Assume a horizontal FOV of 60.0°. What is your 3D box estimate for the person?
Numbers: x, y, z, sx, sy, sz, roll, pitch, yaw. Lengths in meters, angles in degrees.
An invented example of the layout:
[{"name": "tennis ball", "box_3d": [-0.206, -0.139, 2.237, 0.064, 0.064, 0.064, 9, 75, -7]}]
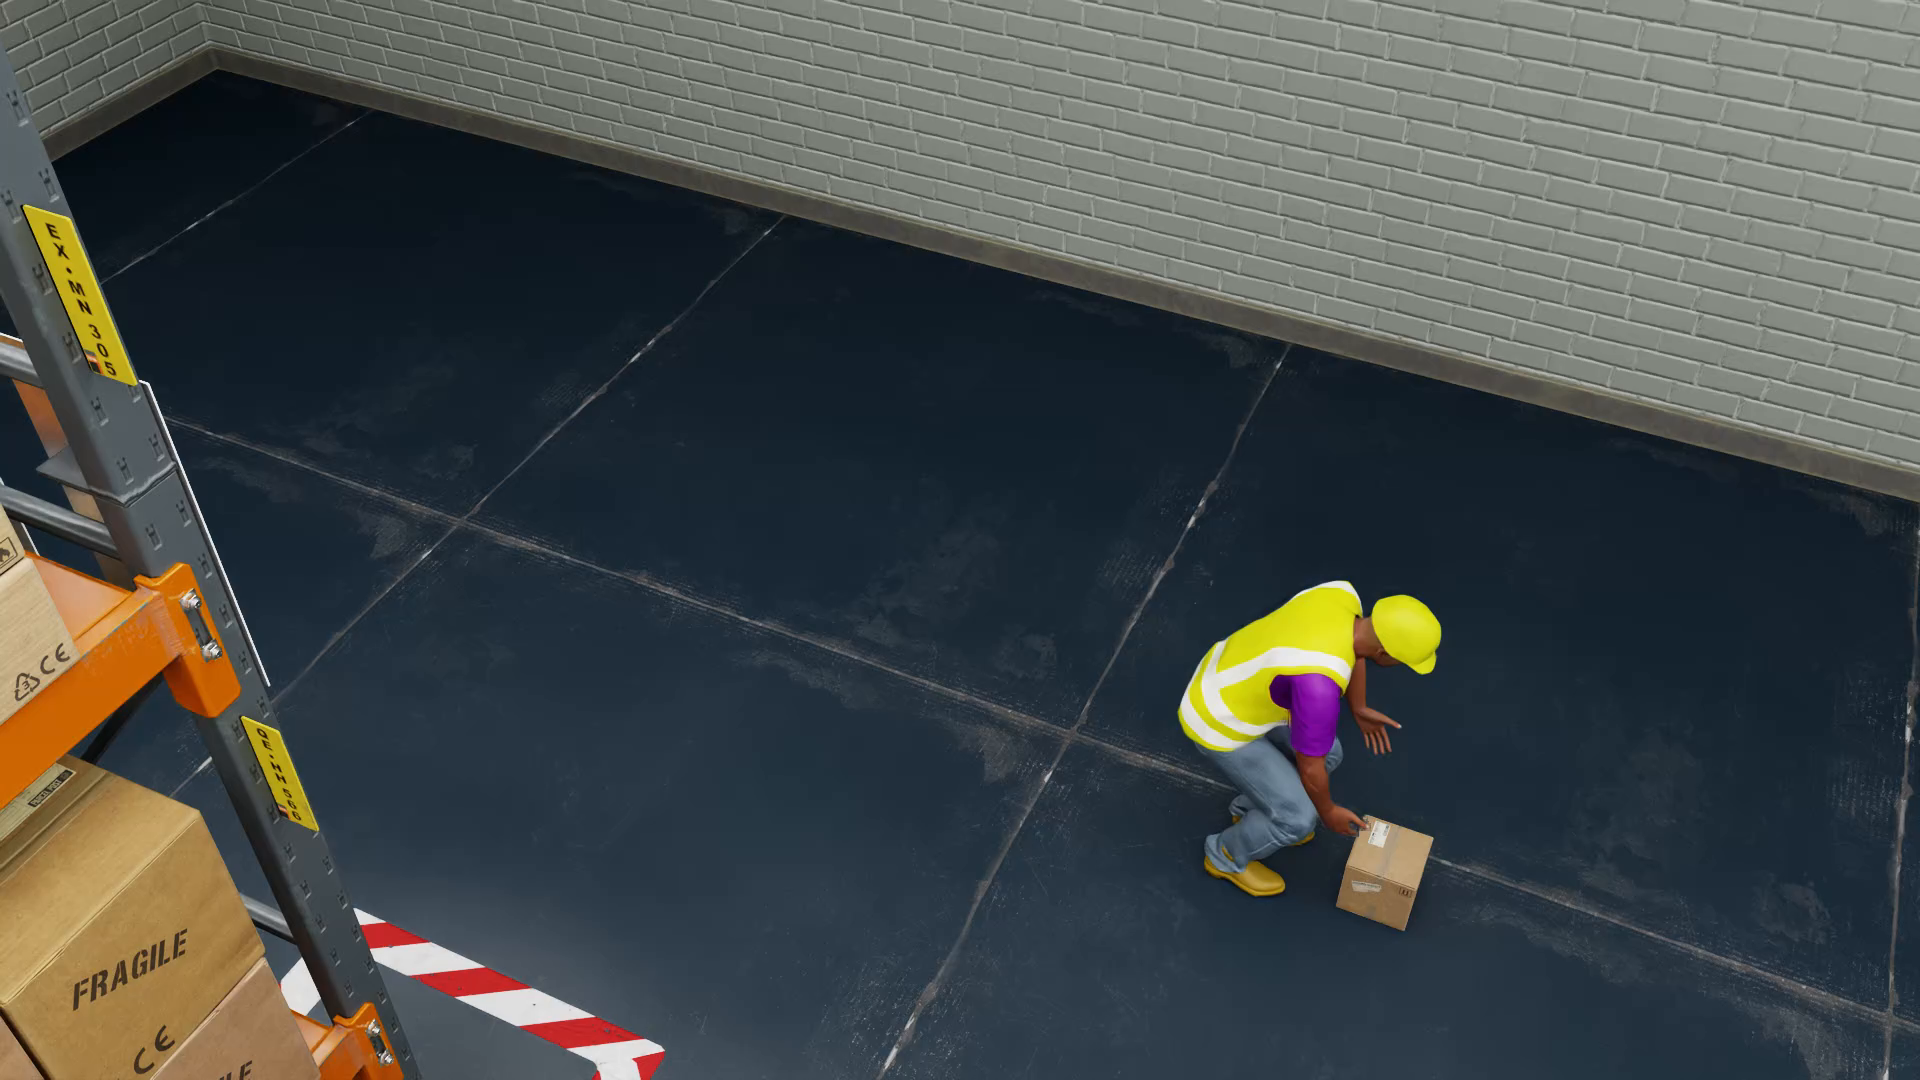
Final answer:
[{"name": "person", "box_3d": [1.160, 0.634, 5.729, 0.779, 1.371, 0.631, 17, 45, 19]}]
